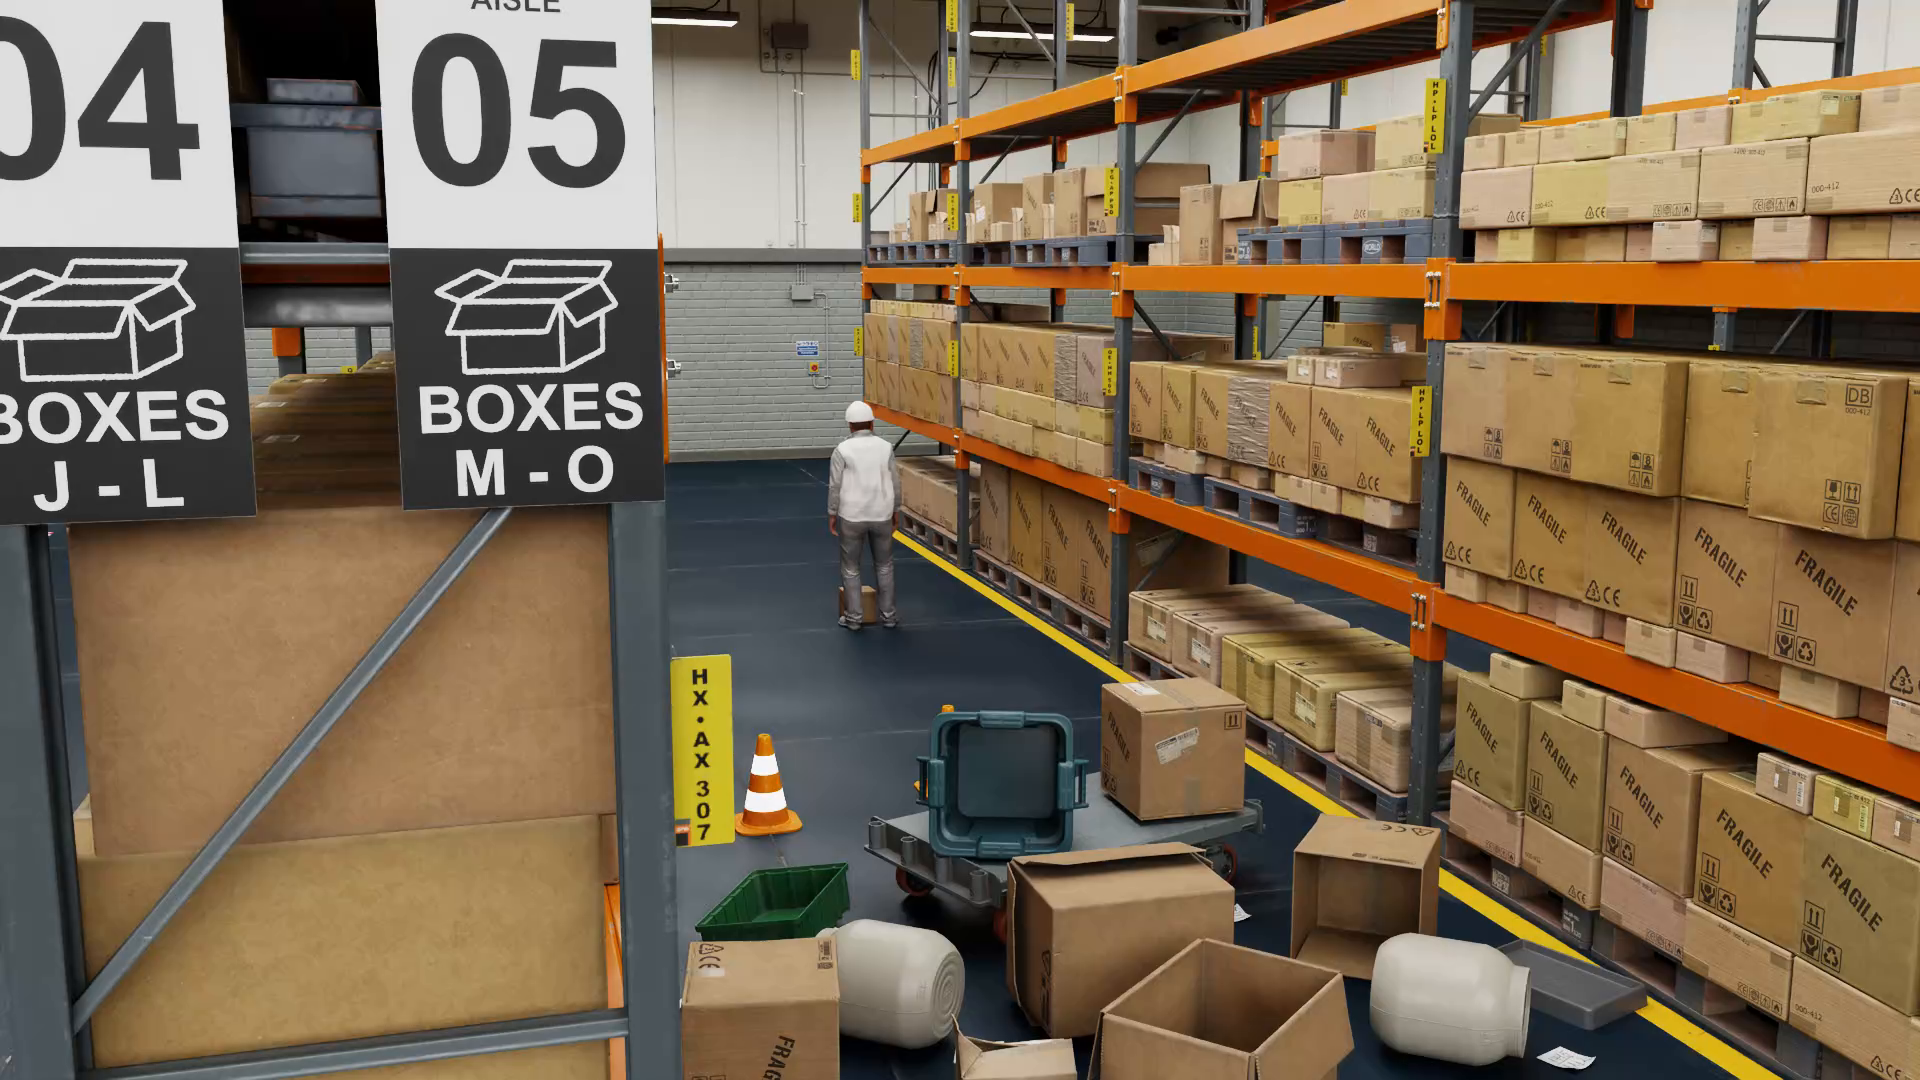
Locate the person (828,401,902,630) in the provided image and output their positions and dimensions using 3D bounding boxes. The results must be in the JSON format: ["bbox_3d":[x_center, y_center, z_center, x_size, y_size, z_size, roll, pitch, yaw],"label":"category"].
[{"bbox_3d":[-0.744,-0.193,12.986,0.586,1.771,0.466,-3,10,-17],"label":"person"}]
